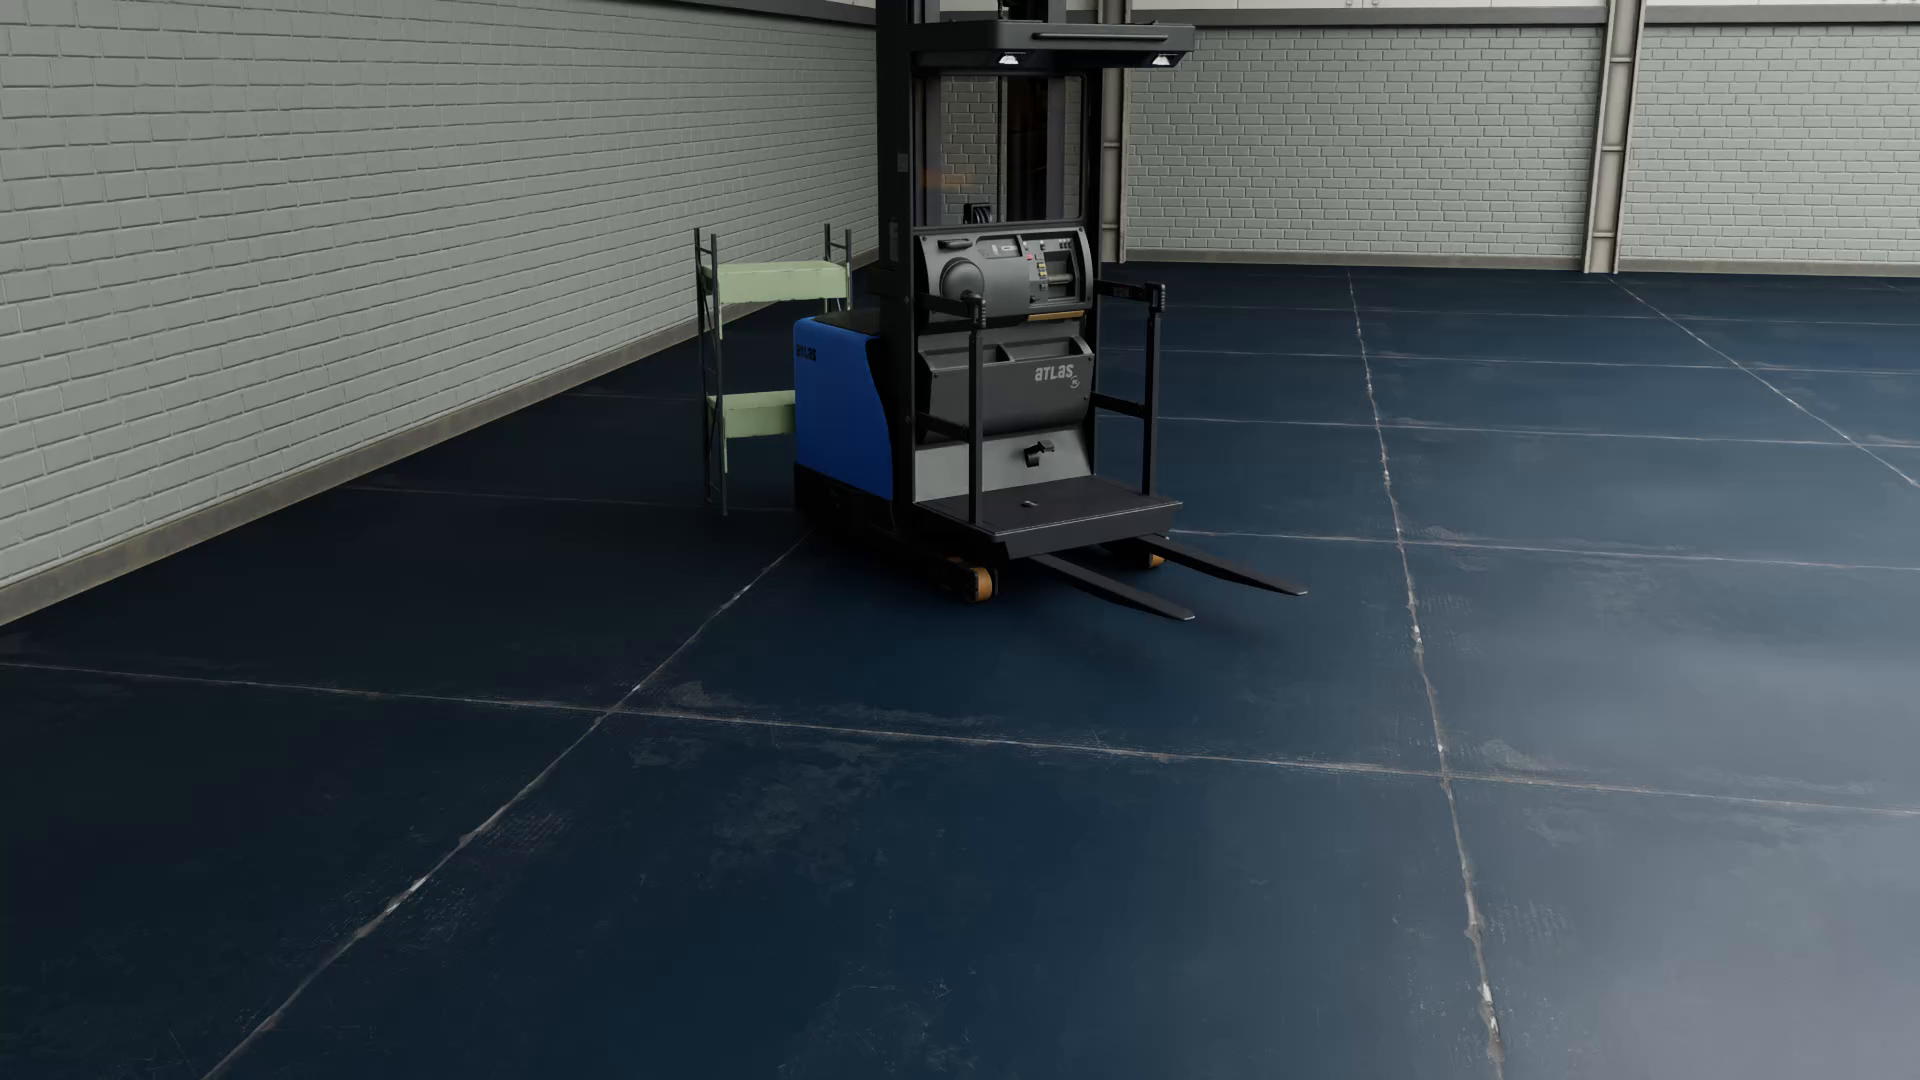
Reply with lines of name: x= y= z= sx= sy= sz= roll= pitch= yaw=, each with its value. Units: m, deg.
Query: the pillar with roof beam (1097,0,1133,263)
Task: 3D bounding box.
pillar with roof beam: x=1.068 y=-6.807 z=16.208 sx=0.400 sy=9.000 sz=9.100 roll=3 pitch=16 yaw=11

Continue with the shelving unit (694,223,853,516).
shelving unit: x=-1.002 y=-0.938 z=9.070 sx=0.755 sy=1.500 sz=0.431 roll=-6 pitch=17 yaw=-21

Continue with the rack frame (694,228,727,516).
rack frame: x=-1.340 y=-0.901 z=8.937 sx=0.023 sy=1.500 sz=0.400 roll=-6 pitch=17 yaw=-21

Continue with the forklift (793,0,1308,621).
forklift: x=0.339 y=-1.272 z=7.594 sx=1.130 sy=2.935 sz=3.031 roll=-10 pitch=18 yaw=-32

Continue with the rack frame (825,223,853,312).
rack frame: x=-0.663 y=-0.975 z=9.204 sx=0.023 sy=1.500 sz=0.400 roll=-6 pitch=17 yaw=-21

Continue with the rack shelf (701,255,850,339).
rack shelf: x=-1.002 y=-1.315 z=8.966 sx=0.720 sy=0.370 sz=0.431 roll=-6 pitch=17 yaw=-21

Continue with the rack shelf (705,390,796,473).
rack shelf: x=-1.002 y=-0.624 z=9.157 sx=0.720 sy=0.370 sz=0.431 roll=-6 pitch=17 yaw=-21

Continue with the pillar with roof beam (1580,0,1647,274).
pillar with roof beam: x=6.948 y=-6.488 z=15.055 sx=0.400 sy=9.000 sz=9.100 roll=3 pitch=16 yaw=11
